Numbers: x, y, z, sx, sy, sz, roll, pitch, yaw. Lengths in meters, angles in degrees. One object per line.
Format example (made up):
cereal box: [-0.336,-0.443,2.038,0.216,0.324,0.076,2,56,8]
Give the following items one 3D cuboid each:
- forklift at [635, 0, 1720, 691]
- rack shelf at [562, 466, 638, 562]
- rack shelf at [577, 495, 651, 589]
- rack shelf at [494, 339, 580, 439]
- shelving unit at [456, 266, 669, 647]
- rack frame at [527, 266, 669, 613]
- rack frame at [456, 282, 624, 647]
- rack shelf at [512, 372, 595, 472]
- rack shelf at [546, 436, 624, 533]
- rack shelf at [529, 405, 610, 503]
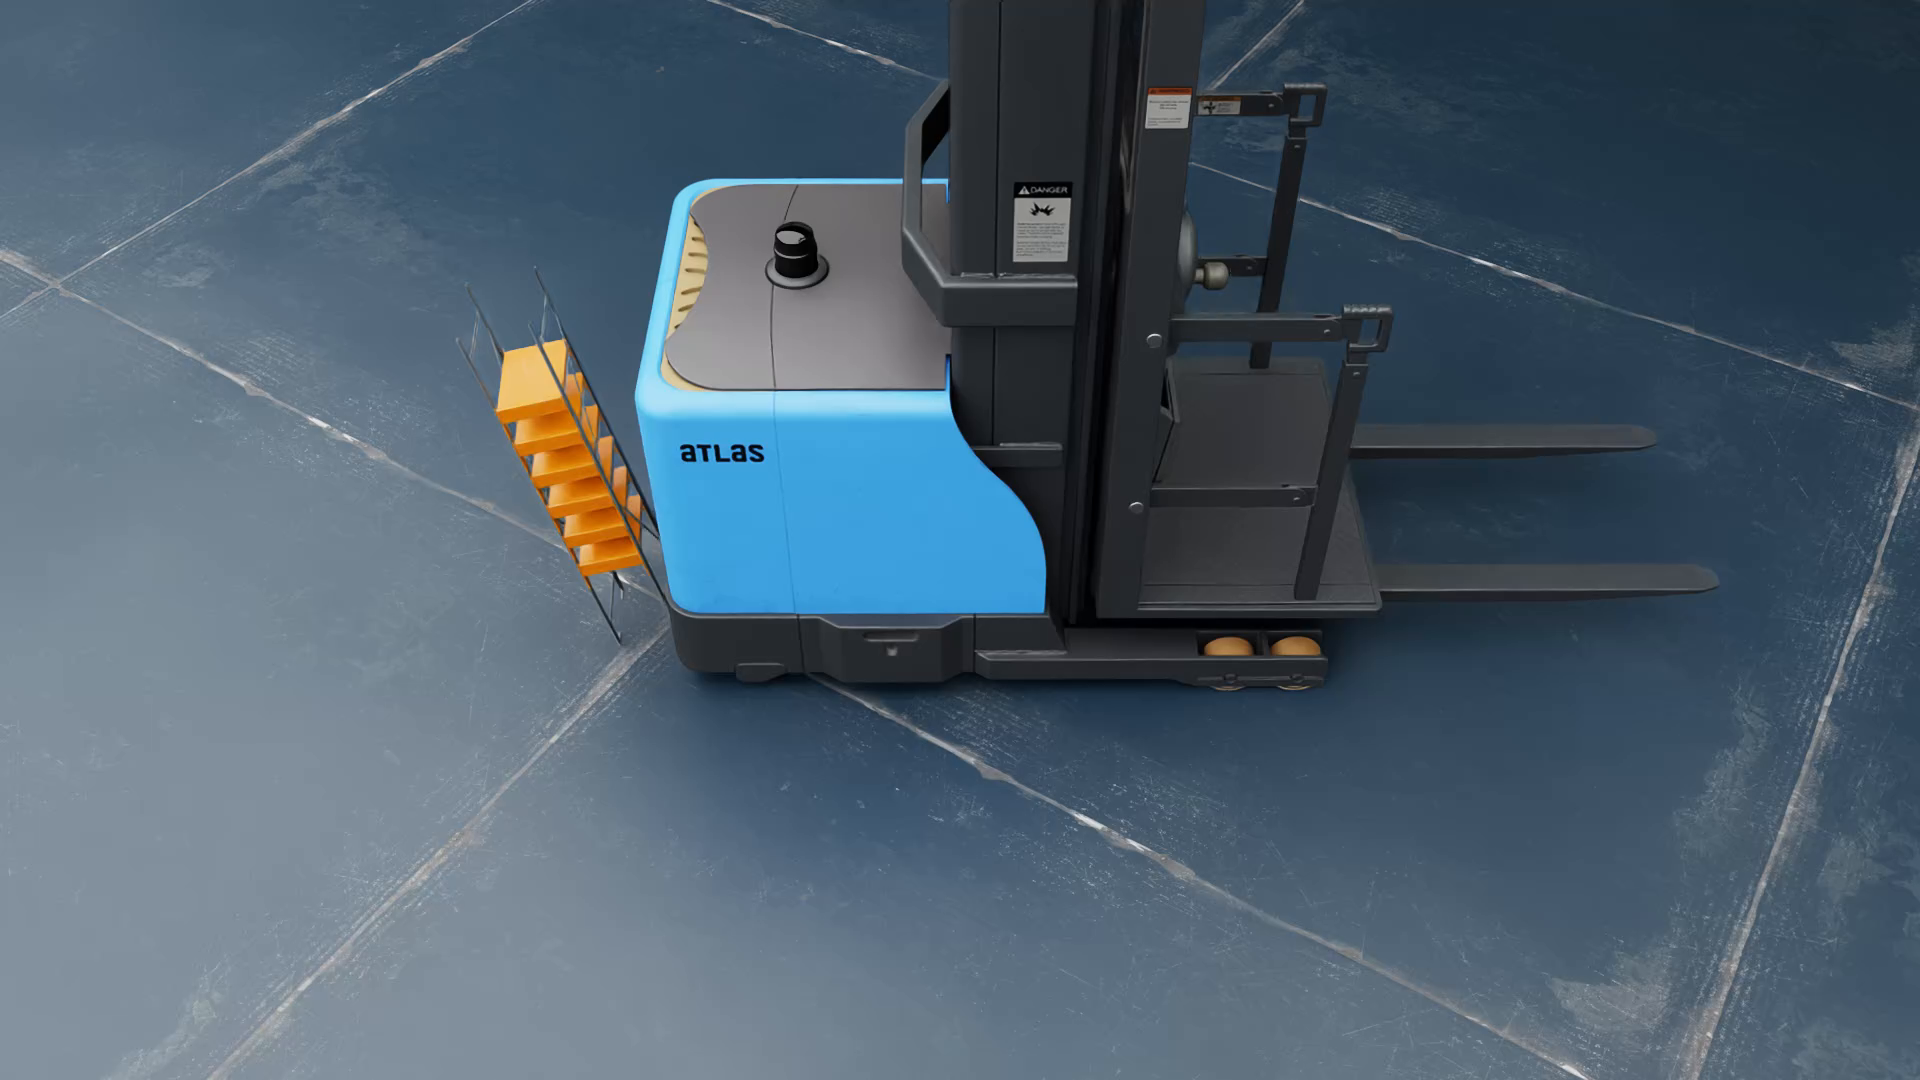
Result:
forklift: [0.686,-0.969,4.148,3.031,2.935,1.130,0,46,0]
rack shelf: [-1.015,-0.080,4.706,0.180,0.103,0.258,-12,46,4]
rack shelf: [-0.992,0.000,4.792,0.180,0.103,0.258,-12,46,4]
rack shelf: [-1.105,-0.402,4.361,0.180,0.103,0.258,-12,46,4]
shelving unit: [-1.046,-0.190,4.588,0.189,1.200,0.258,-12,46,4]
rack frame: [-0.956,-0.209,4.582,0.006,1.200,0.240,-12,46,4]
rack frame: [-1.135,-0.171,4.594,0.006,1.200,0.240,-12,46,4]
rack shelf: [-1.082,-0.321,4.447,0.180,0.103,0.258,-12,46,4]
rack shelf: [-1.037,-0.160,4.620,0.180,0.103,0.258,-12,46,4]
rack shelf: [-1.060,-0.241,4.533,0.180,0.103,0.258,-12,46,4]
